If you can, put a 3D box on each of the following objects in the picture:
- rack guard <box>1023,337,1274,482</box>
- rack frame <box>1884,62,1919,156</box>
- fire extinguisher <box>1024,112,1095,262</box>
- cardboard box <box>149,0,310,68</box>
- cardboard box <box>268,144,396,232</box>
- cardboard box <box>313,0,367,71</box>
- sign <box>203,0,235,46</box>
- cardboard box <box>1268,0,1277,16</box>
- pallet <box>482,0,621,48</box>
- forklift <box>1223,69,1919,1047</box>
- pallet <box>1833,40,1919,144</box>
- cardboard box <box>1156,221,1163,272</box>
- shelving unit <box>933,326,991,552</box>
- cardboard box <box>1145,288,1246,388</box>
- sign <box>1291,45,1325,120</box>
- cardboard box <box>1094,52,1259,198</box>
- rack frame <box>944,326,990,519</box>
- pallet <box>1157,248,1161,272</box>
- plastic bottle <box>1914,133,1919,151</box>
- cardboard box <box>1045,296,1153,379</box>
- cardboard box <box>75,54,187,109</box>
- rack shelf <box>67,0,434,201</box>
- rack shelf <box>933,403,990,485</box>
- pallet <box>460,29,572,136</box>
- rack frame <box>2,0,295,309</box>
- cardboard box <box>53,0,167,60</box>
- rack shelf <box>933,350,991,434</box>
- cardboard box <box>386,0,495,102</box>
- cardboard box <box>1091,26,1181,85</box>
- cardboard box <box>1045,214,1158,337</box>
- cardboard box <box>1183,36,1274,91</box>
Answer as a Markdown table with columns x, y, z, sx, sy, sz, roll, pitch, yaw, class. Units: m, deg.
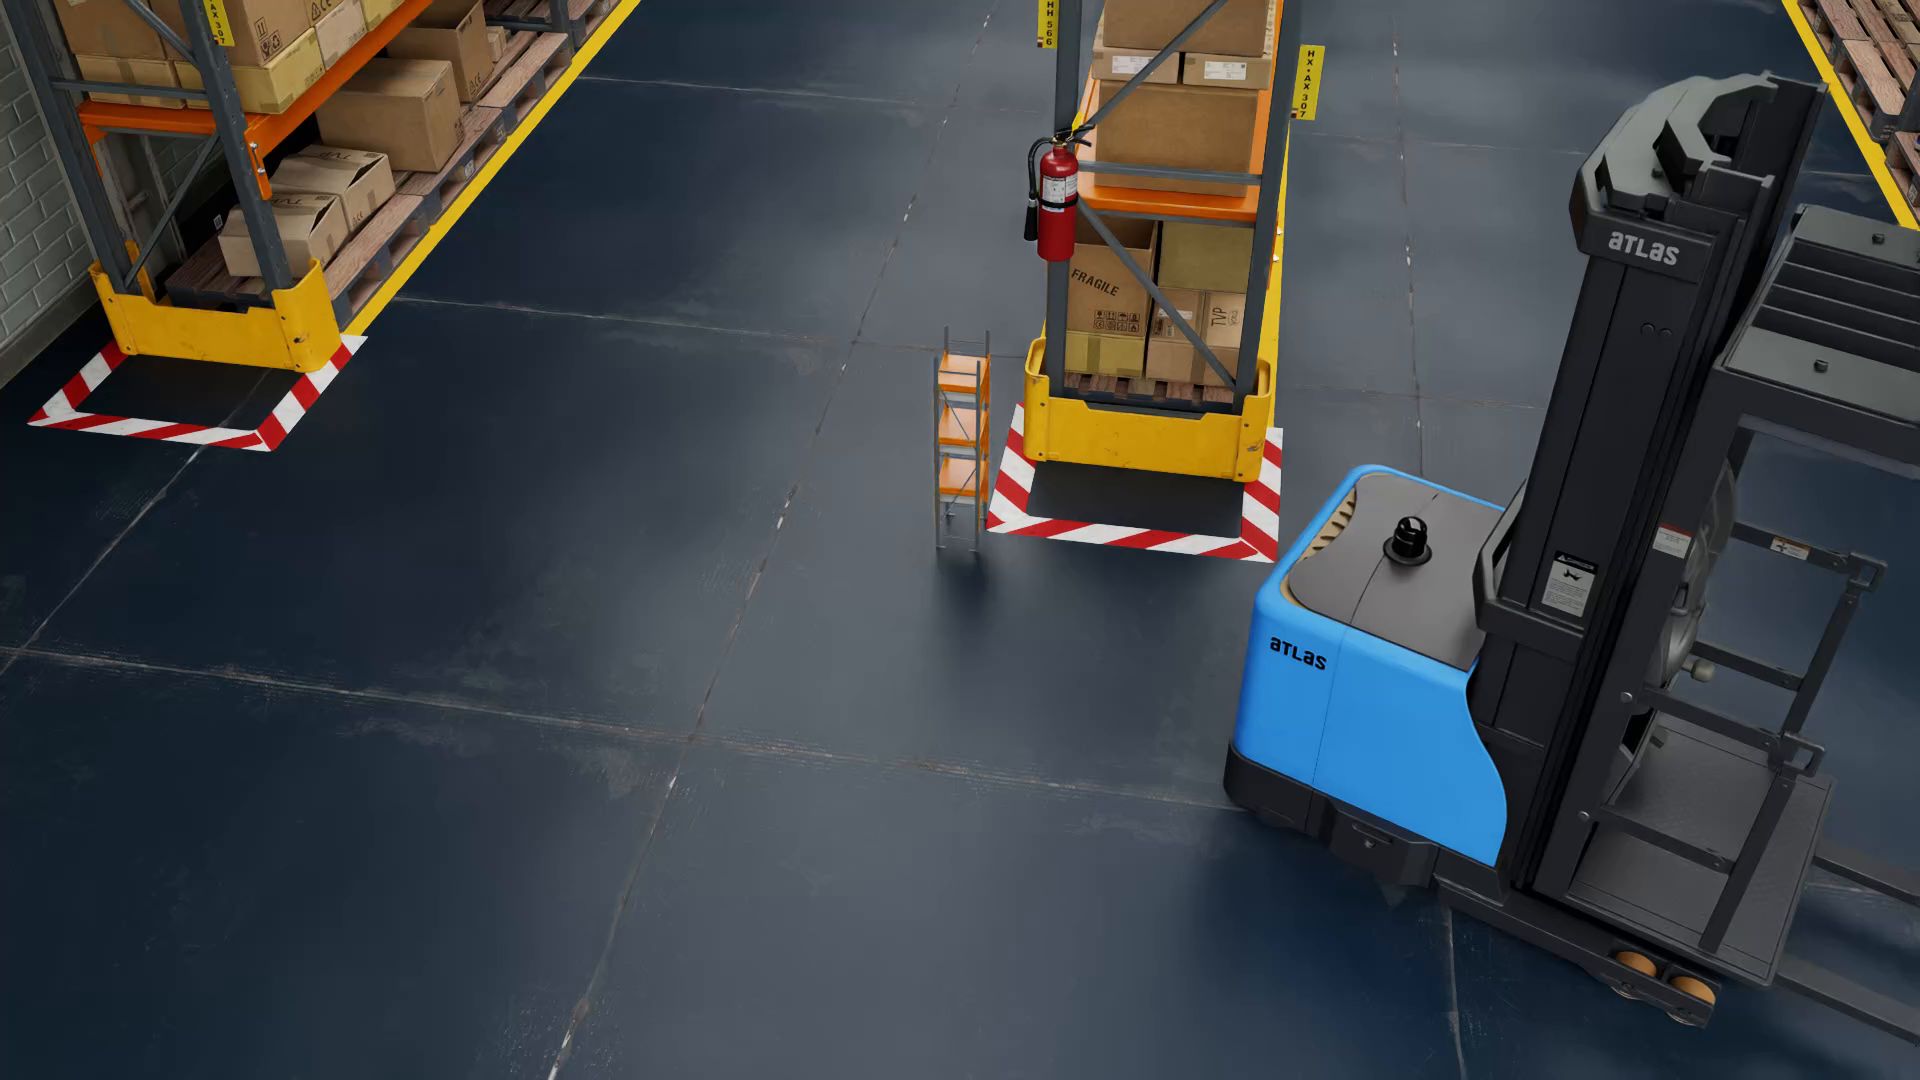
| x | y | z | sx | sy | sz | roll | pitch | yaw | class |
| --- | --- | --- | --- | --- | --- | --- | --- | --- | --- |
| 0.908 | -0.639 | 8.131 | 1.175 | 0.500 | 0.348 | 6 | 40 | 8 | rack guard |
| 6.482 | -3.579 | 9.725 | 1.000 | 3.000 | 0.127 | 6 | 40 | 8 | rack frame |
| 0.434 | -1.565 | 7.349 | 0.296 | 0.674 | 0.183 | 6 | 40 | 8 | fire extinguisher |
| -3.589 | -2.667 | 8.135 | 0.500 | 0.500 | 0.500 | 6 | 40 | 8 | cardboard box |
| -3.661 | -2.077 | 9.673 | 0.500 | 0.311 | 0.500 | 10 | 41 | 11 | cardboard box |
| -3.495 | -2.710 | 8.776 | 0.500 | 0.250 | 0.500 | 5 | 40 | 6 | cardboard box |
| -3.433 | -2.435 | 7.662 | 0.100 | 0.325 | 0.005 | 6 | 40 | 8 | sign |
| 1.280 | -2.451 | 7.773 | 0.380 | 0.149 | 0.250 | 7 | 40 | 8 | cardboard box |
| -3.142 | -4.086 | 12.526 | 1.003 | 0.211 | 1.213 | 6 | 40 | 8 | pallet |
| 2.540 | 0.150 | 5.269 | 3.031 | 2.935 | 1.130 | 22 | 45 | 25 | forklift |
| 6.580 | -3.002 | 11.215 | 1.003 | 0.211 | 1.213 | 6 | 40 | 8 | pallet |
| 0.873 | -1.718 | 9.302 | 0.500 | 0.250 | 0.500 | 6 | 40 | 8 | cardboard box |
| 0.009 | -0.438 | 7.456 | 0.215 | 1.050 | 0.252 | 6 | 40 | 8 | shelving unit |
| 1.224 | -1.032 | 8.472 | 0.500 | 0.250 | 0.500 | 6 | 40 | 8 | cardboard box |
| 1.458 | -1.917 | 6.973 | 0.100 | 0.325 | 0.005 | 6 | 40 | 8 | sign |
| 1.005 | -1.948 | 7.673 | 0.700 | 0.500 | 0.500 | 6 | 40 | 8 | cardboard box |
| 0.030 | -0.515 | 7.549 | 0.200 | 1.050 | 0.008 | 6 | 40 | 8 | rack frame |
| 1.217 | -1.791 | 9.750 | 1.003 | 0.211 | 1.213 | 6 | 40 | 8 | pallet |
| 5.995 | -2.546 | 10.271 | 0.097 | 0.271 | 0.097 | 0 | 40 | 0 | plastic bottle |
| 0.714 | -1.089 | 8.541 | 0.500 | 0.250 | 0.500 | 6 | 40 | 8 | cardboard box |
| -4.078 | -2.426 | 8.432 | 0.500 | 0.250 | 0.500 | 7 | 40 | 8 | cardboard box |
| -3.621 | -3.139 | 9.757 | 1.077 | 0.370 | 4.000 | 6 | 40 | 8 | rack shelf |
| 0.009 | -0.430 | 7.463 | 0.215 | 0.259 | 0.240 | 6 | 40 | 8 | rack shelf |
| -3.357 | -3.172 | 11.420 | 1.003 | 0.211 | 1.213 | 6 | 40 | 8 | pallet |
| -3.968 | -2.161 | 8.010 | 1.000 | 3.000 | 0.127 | 6 | 40 | 8 | rack frame |
| -4.095 | -2.720 | 8.199 | 0.500 | 0.500 | 0.500 | 6 | 40 | 7 | cardboard box |
| 0.009 | -0.649 | 7.282 | 0.215 | 0.259 | 0.240 | 6 | 40 | 8 | rack shelf |
| -3.416 | -3.222 | 10.910 | 0.500 | 0.500 | 0.500 | 4 | 40 | 4 | cardboard box |
| 0.790 | -2.167 | 7.429 | 0.380 | 0.149 | 0.250 | 6 | 40 | 7 | cardboard box |
| 0.712 | -1.378 | 8.302 | 0.500 | 0.500 | 0.500 | 6 | 40 | 8 | cardboard box |
| 1.192 | -2.128 | 7.383 | 0.380 | 0.149 | 0.250 | 6 | 40 | 7 | cardboard box |
